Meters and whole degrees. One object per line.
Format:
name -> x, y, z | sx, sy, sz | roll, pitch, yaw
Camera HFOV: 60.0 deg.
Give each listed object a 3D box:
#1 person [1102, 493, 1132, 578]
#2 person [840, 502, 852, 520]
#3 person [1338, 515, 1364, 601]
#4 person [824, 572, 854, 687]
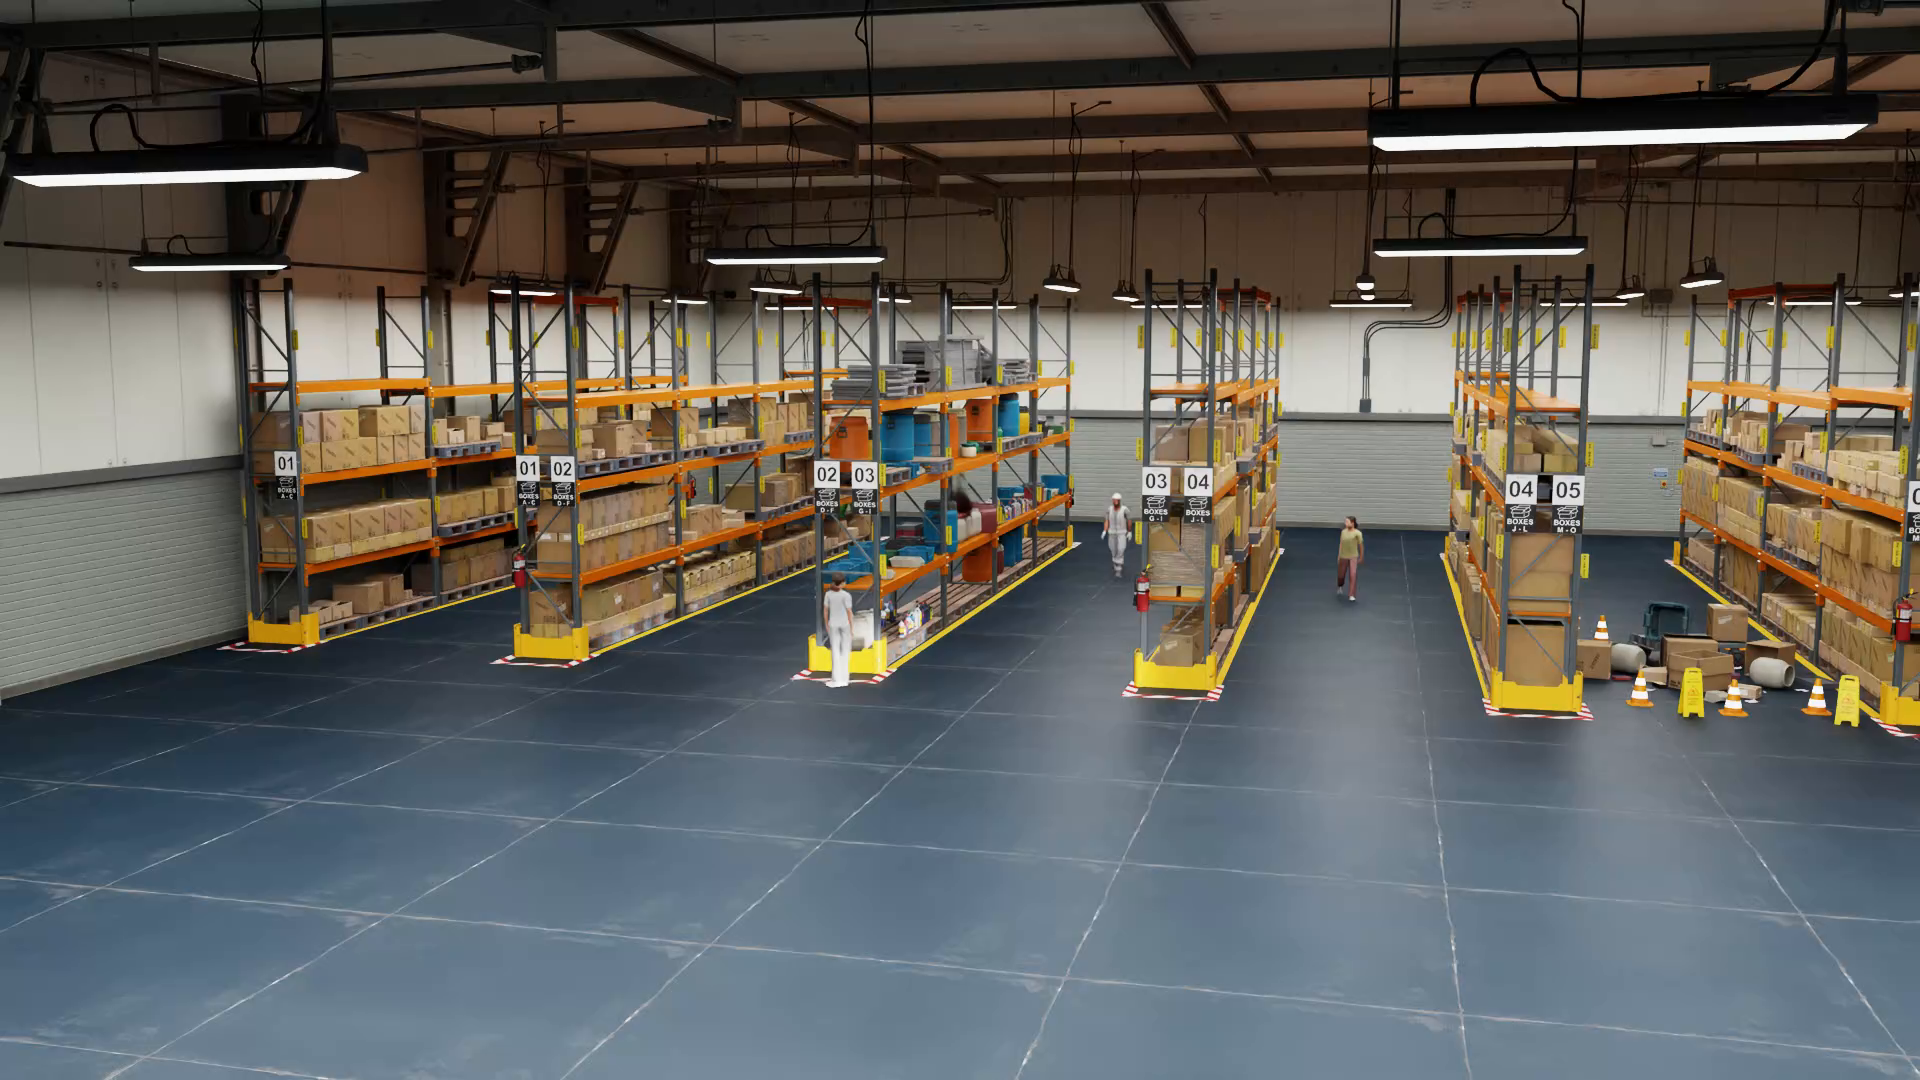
person -> 3.340, -0.124, 35.417 | 0.620, 1.746, 0.994 | 2, 7, 14
person -> -2.947, -1.088, 43.318 | 0.633, 1.742, 0.954 | 4, 8, 31
person -> 7.562, 0.326, 32.203 | 0.482, 1.628, 0.840 | 1, 7, 11
person -> -1.749, 1.287, 24.117 | 0.461, 1.681, 0.450 | 0, 7, 4
